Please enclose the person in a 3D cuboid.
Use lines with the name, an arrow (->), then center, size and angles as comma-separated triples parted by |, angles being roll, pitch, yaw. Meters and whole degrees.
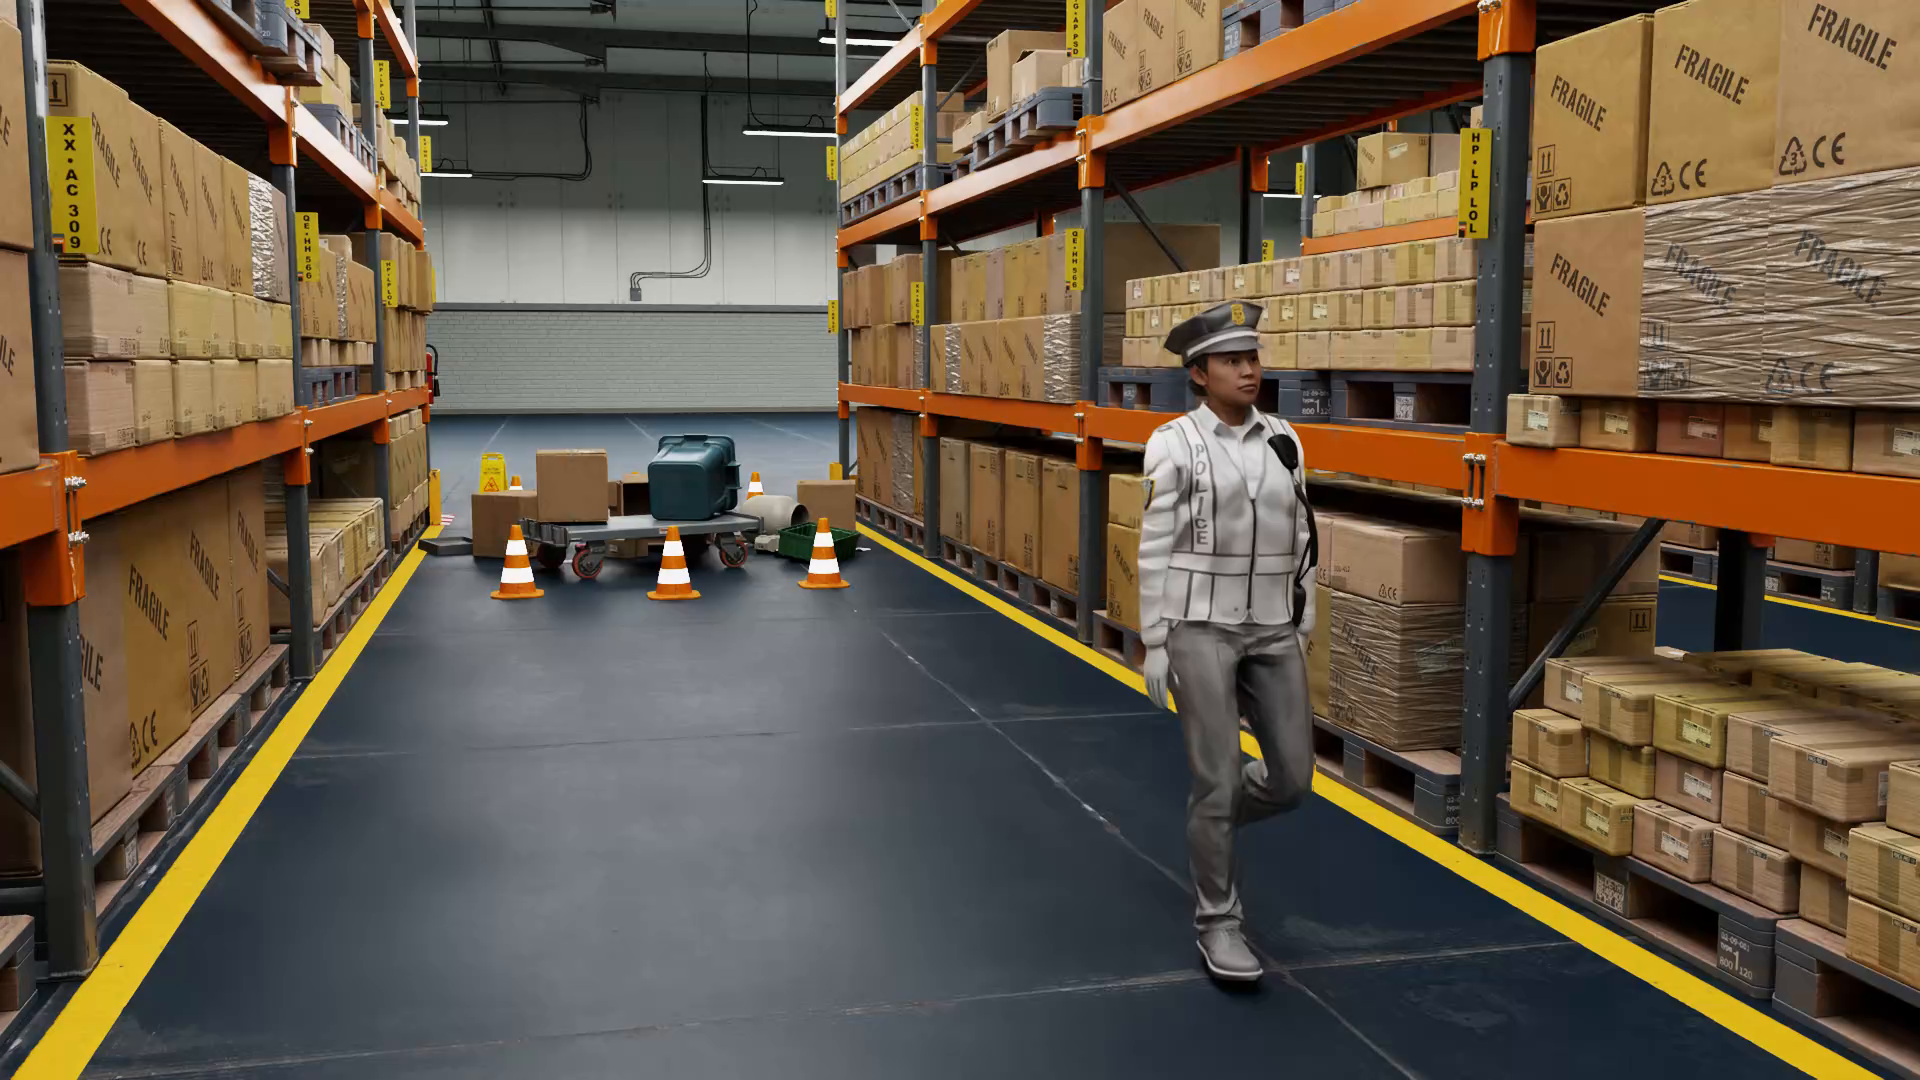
person -> -0.761, -1.076, 5.630 | 6.295, 2.361, 21.617 | -2, 7, -17
